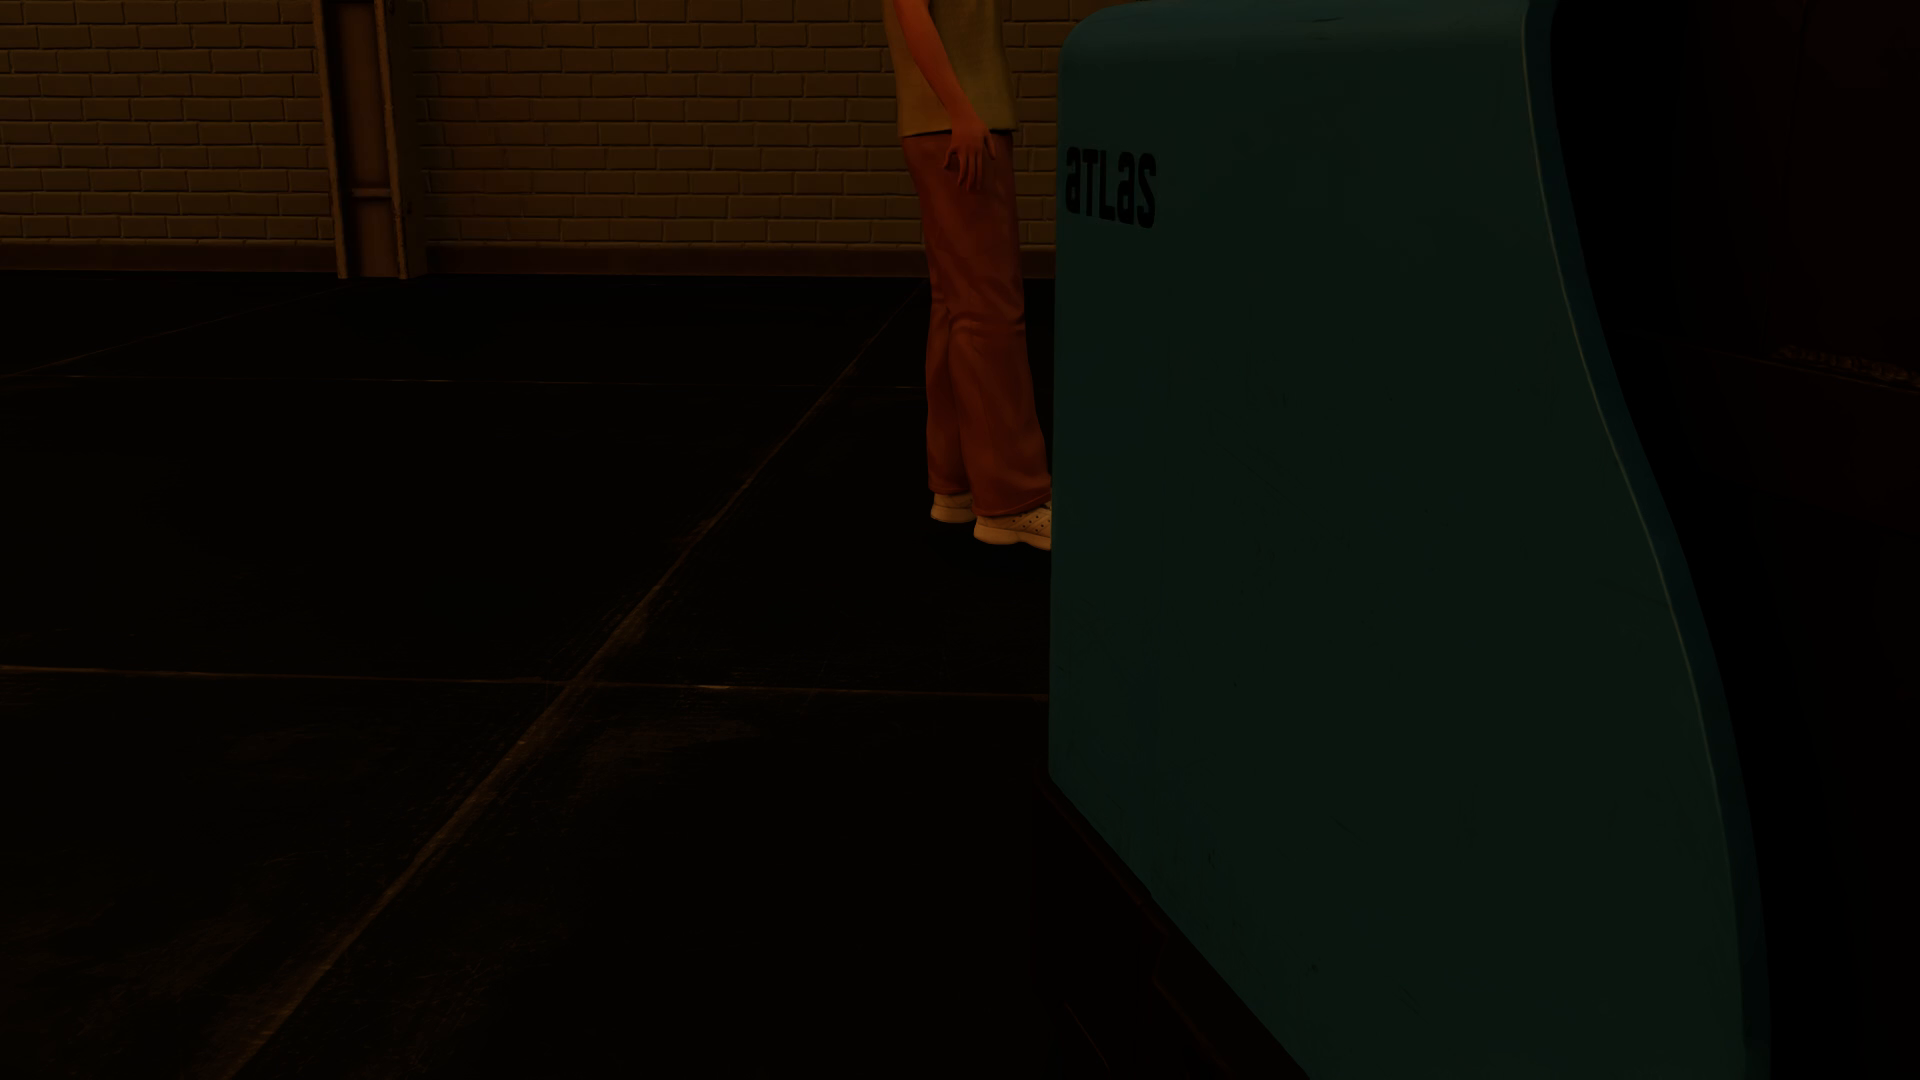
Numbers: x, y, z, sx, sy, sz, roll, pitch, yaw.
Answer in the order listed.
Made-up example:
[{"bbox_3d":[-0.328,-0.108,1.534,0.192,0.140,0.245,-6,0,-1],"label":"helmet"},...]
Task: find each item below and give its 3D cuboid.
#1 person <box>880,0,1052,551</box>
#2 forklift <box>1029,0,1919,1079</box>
[{"bbox_3d":[0.072,-0.850,3.565,0.548,1.675,0.552,1,15,4],"label":"person"},{"bbox_3d":[0.986,-0.550,0.247,1.130,2.935,3.031,-4,16,-16],"label":"forklift"}]
